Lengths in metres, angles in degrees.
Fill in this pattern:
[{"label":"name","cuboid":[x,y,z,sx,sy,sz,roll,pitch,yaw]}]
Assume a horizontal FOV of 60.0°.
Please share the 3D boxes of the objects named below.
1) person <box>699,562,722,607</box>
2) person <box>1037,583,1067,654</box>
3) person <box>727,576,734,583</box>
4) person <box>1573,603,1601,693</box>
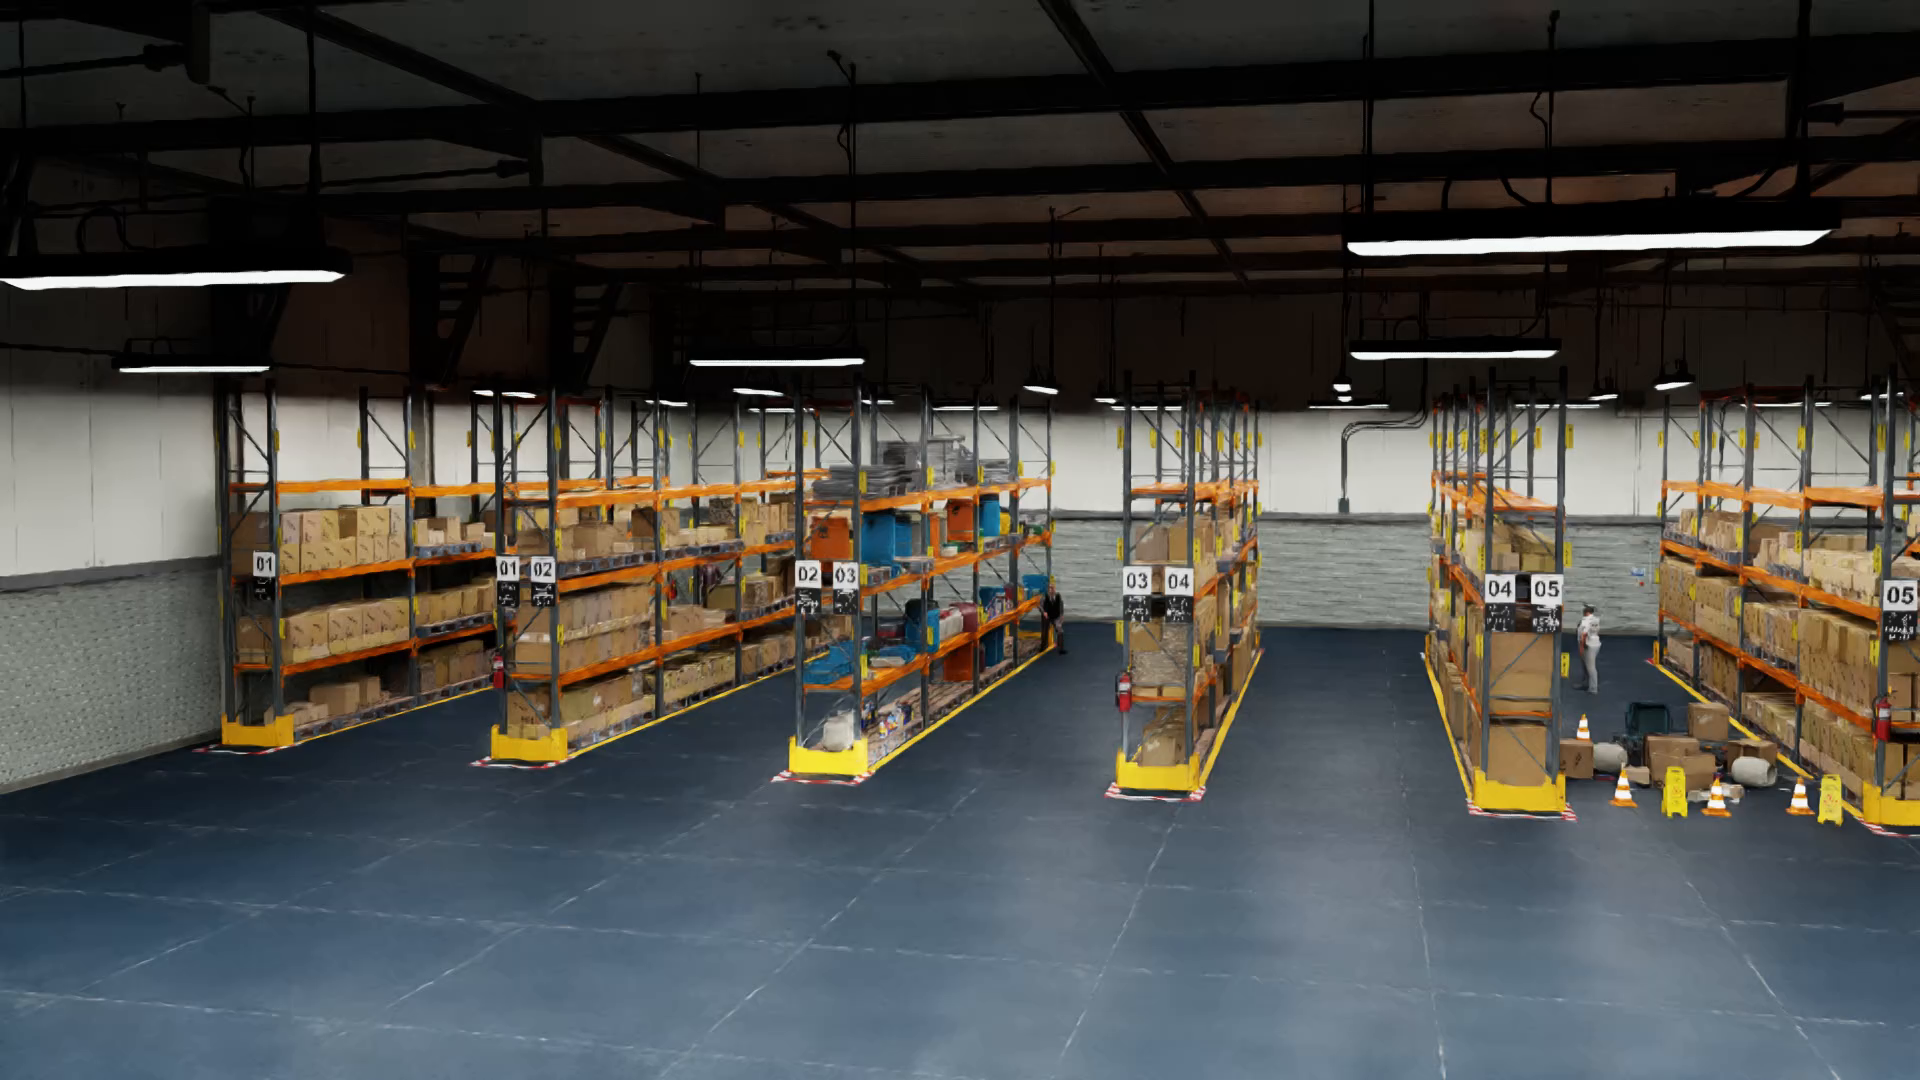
[{"label":"person","cuboid":[-7.054,1.319,46.937,0.723,1.713,0.900,0,3,-4]},{"label":"person","cuboid":[2.147,1.827,39.030,0.683,1.661,0.843,0,3,-3]},{"label":"person","cuboid":[-5.534,1.720,40.264,0.591,1.698,1.194,1,4,15]},{"label":"person","cuboid":[12.452,2.132,33.036,0.580,1.746,0.654,3,4,40]}]
